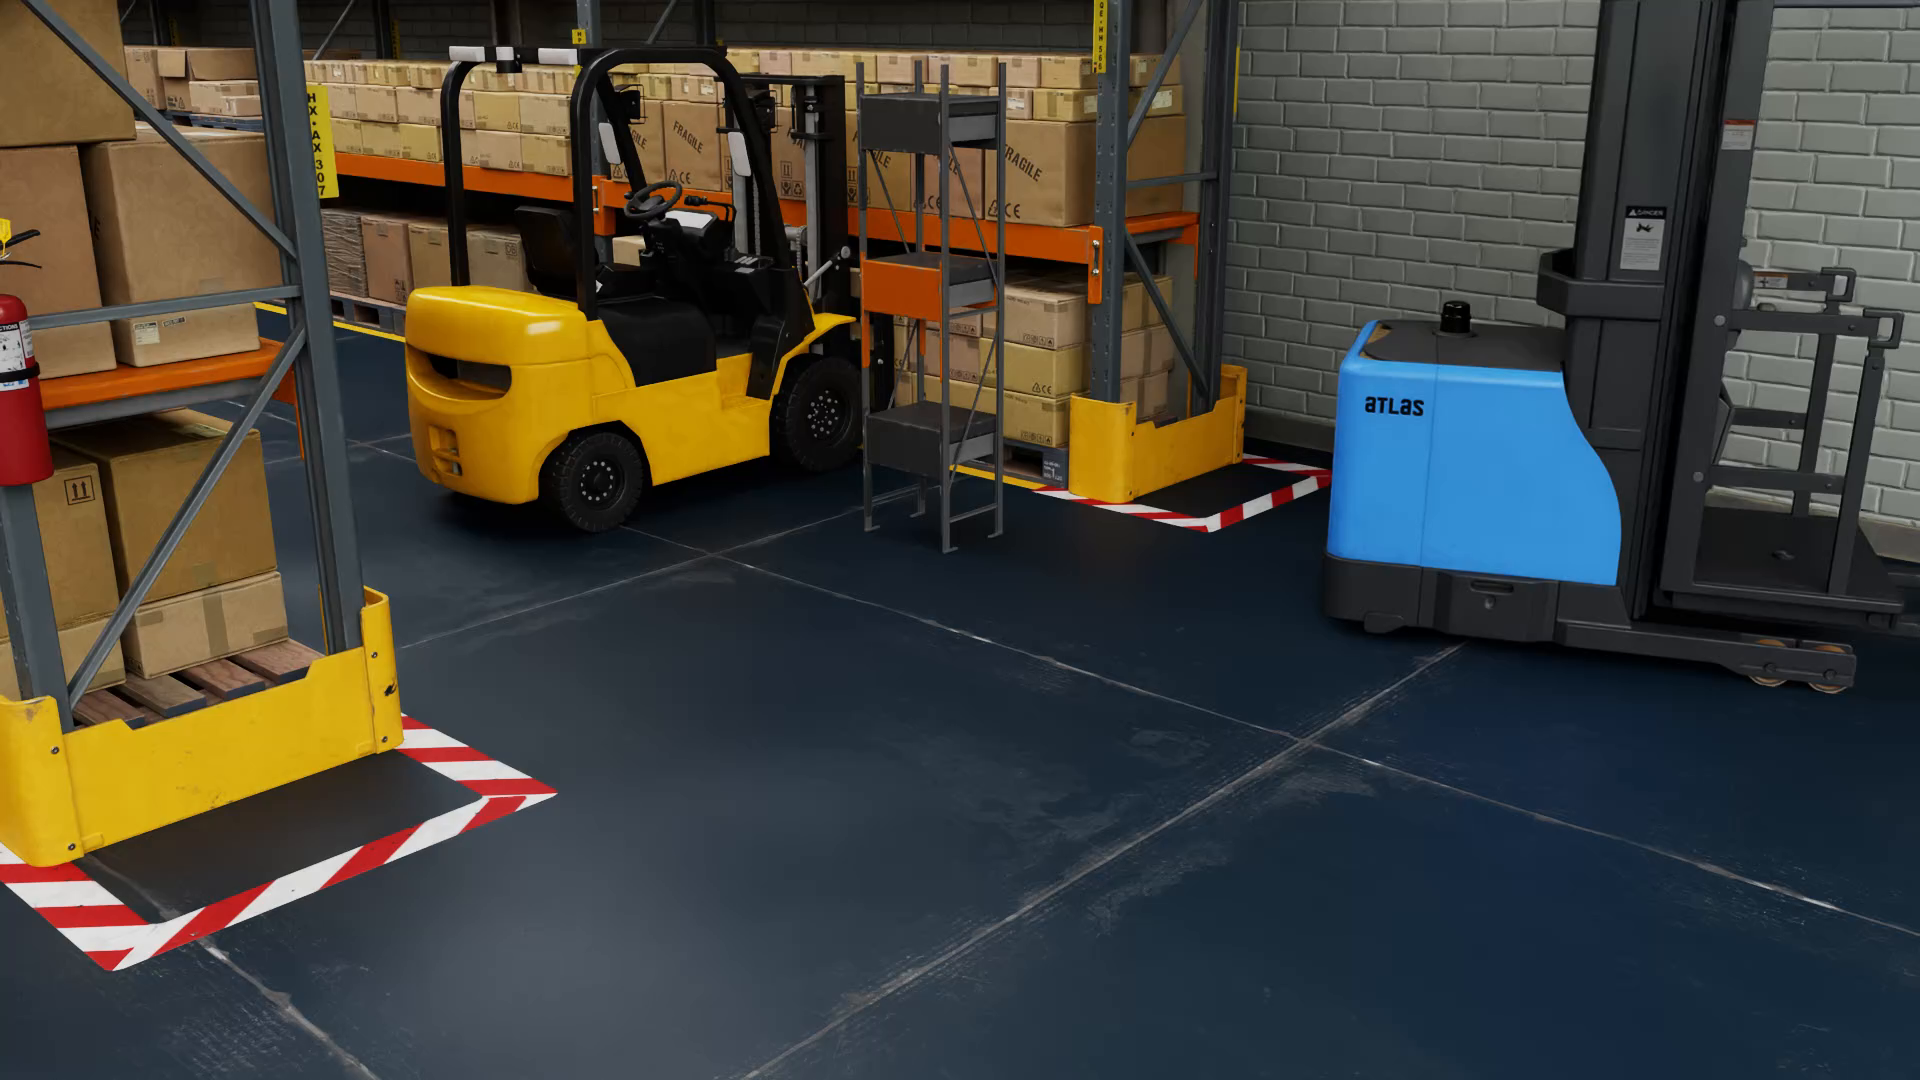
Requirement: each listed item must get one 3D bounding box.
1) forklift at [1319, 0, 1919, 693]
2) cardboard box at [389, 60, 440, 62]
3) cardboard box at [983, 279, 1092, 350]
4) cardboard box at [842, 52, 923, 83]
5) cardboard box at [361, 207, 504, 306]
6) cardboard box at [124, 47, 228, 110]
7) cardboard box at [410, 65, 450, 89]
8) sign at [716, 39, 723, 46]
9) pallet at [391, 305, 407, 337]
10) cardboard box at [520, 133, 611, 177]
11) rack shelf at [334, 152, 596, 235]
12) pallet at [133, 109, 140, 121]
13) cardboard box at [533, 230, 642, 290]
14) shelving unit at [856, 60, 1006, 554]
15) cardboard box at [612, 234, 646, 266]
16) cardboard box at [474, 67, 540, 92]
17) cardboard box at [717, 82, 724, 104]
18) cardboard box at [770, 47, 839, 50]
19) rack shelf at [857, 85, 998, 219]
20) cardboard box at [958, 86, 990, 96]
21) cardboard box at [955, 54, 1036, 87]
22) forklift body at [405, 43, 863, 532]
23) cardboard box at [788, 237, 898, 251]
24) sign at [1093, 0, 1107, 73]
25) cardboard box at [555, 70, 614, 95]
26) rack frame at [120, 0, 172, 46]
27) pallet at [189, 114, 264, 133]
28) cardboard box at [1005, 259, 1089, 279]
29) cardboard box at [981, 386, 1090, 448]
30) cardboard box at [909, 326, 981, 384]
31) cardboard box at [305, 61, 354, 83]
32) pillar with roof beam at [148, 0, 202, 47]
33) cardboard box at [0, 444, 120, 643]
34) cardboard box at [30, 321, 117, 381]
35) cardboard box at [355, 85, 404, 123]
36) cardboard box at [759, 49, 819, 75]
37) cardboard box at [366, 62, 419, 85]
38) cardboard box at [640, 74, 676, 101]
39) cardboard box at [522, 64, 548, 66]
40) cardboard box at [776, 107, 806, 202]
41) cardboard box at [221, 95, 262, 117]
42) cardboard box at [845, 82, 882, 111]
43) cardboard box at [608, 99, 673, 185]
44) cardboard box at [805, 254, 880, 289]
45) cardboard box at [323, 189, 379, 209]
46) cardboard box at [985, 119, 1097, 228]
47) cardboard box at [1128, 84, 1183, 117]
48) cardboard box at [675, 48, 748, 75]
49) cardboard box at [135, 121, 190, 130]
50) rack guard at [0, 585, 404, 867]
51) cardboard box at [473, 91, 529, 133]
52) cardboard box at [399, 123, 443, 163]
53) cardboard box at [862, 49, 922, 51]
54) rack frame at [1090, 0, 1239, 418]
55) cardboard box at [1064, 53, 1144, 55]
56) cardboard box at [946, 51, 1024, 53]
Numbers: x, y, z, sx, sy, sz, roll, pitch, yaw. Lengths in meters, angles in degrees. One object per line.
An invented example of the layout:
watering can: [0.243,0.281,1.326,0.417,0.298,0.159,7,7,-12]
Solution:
forklift: [2.982,-1.034,6.026,3.031,2.935,1.130,6,19,18]
cardboard box: [-4.166,-3.623,12.830,0.250,0.149,0.380,15,23,39]
cardboard box: [0.465,-1.160,8.507,0.500,0.250,0.500,16,24,41]
cardboard box: [-0.412,-2.529,8.891,0.250,0.149,0.380,16,23,40]
cardboard box: [-4.015,-2.189,12.782,0.625,0.625,0.875,16,24,41]
cardboard box: [-6.771,-4.020,14.460,0.500,0.500,0.700,15,23,39]
cardboard box: [-3.603,-3.236,11.612,0.250,0.149,0.380,14,23,38]
sign: [-1.608,-3.151,11.021,0.005,0.325,0.100,15,23,39]
pallet: [-3.469,-1.630,12.399,1.213,0.211,1.003,15,23,39]
cardboard box: [-2.525,-2.546,10.922,0.500,0.250,0.500,16,23,40]
rack shelf: [-3.471,-2.634,12.142,4.000,0.370,1.077,15,23,39]
pallet: [-7.433,-3.905,15.274,1.213,0.211,1.003,15,23,39]
cardboard box: [-2.373,-1.746,11.385,0.625,0.625,0.875,16,24,42]
shelving unit: [-0.124,-1.034,7.399,0.503,2.100,0.431,15,23,39]
cardboard box: [-1.821,-1.773,10.439,0.500,0.250,0.500,15,23,38]
cardboard box: [-3.016,-3.082,11.127,0.250,0.149,0.380,14,22,38]
cardboard box: [-1.172,-2.592,9.581,0.250,0.149,0.380,15,23,39]
cardboard box: [-0.940,-2.932,10.163,0.250,0.149,0.380,14,23,38]
rack shelf: [-0.124,-1.688,7.191,0.480,0.518,0.431,15,23,39]
cardboard box: [0.207,-2.246,8.491,0.250,0.149,0.380,16,23,40]
cardboard box: [0.190,-2.384,8.435,0.250,0.149,0.380,16,23,40]
forklift body: [-1.612,-1.336,8.264,1.214,2.155,2.313,15,23,39]
cardboard box: [-0.720,-1.683,10.156,0.500,0.250,0.500,15,23,40]
sign: [0.646,-2.317,7.648,0.005,0.325,0.100,15,23,39]
cardboard box: [-2.378,-2.950,10.712,0.250,0.149,0.380,16,24,41]
rack frame: [-7.958,-4.182,15.829,0.127,3.000,1.000,15,23,39]
pallet: [-5.520,-3.407,13.706,1.003,0.211,1.213,15,23,39]
cardboard box: [0.407,-1.377,9.190,0.500,0.250,0.500,15,23,39]
cardboard box: [0.456,-0.685,8.661,0.500,0.250,0.500,15,23,40]
cardboard box: [0.077,-1.030,8.924,0.500,0.250,0.500,15,23,39]
cardboard box: [-4.723,-3.551,12.605,0.250,0.149,0.380,16,23,40]
pillar with roof beam: [-10.738,-6.411,12.935,0.400,9.000,9.100,15,23,39]
cardboard box: [-3.047,0.003,5.256,0.500,0.500,0.500,15,23,40]
cardboard box: [-2.697,-0.555,4.818,0.250,0.149,0.380,16,24,41]
cardboard box: [-4.044,-3.191,12.129,0.500,0.250,0.500,14,23,38]
cardboard box: [-0.917,-2.702,9.438,0.250,0.149,0.380,15,23,39]
cardboard box: [-4.102,-3.412,12.167,0.250,0.149,0.380,15,23,40]
cardboard box: [-1.716,-2.757,10.102,0.250,0.149,0.380,16,23,41]
cardboard box: [-3.014,-3.319,11.874,0.250,0.149,0.380,15,23,39]
cardboard box: [-0.674,-2.167,9.315,0.500,0.500,0.500,15,23,40]
cardboard box: [-5.713,-3.504,13.415,0.250,0.149,0.380,16,23,40]
cardboard box: [-0.404,-2.387,8.937,0.250,0.149,0.380,15,23,40]
cardboard box: [-1.816,-2.475,10.285,0.500,0.500,0.500,14,22,38]
cardboard box: [-0.678,-1.464,9.464,0.500,0.250,0.500,14,23,38]
cardboard box: [-5.150,-2.872,14.067,0.250,0.149,0.380,17,24,42]
cardboard box: [0.474,-1.859,8.346,0.500,0.500,0.500,14,23,38]
cardboard box: [0.935,-2.256,8.523,0.250,0.149,0.380,14,23,38]
cardboard box: [-1.481,-2.862,9.940,0.250,0.149,0.380,14,23,38]
cardboard box: [-2.835,-1.099,5.459,0.500,0.500,0.500,16,24,41]
rack guard: [-2.332,0.528,5.122,0.348,0.500,1.175,15,23,39]
cardboard box: [-2.901,-2.884,11.163,0.500,0.250,0.500,14,23,38]
cardboard box: [-3.647,-2.854,11.894,0.500,0.250,0.500,16,24,41]
cardboard box: [-0.430,-2.756,9.607,0.250,0.149,0.380,16,24,41]
rack frame: [1.017,-1.772,8.237,0.127,3.000,1.000,15,23,39]
cardboard box: [0.750,-2.454,8.656,0.250,0.149,0.380,16,24,41]
cardboard box: [0.138,-2.597,9.106,0.250,0.149,0.380,16,24,41]
